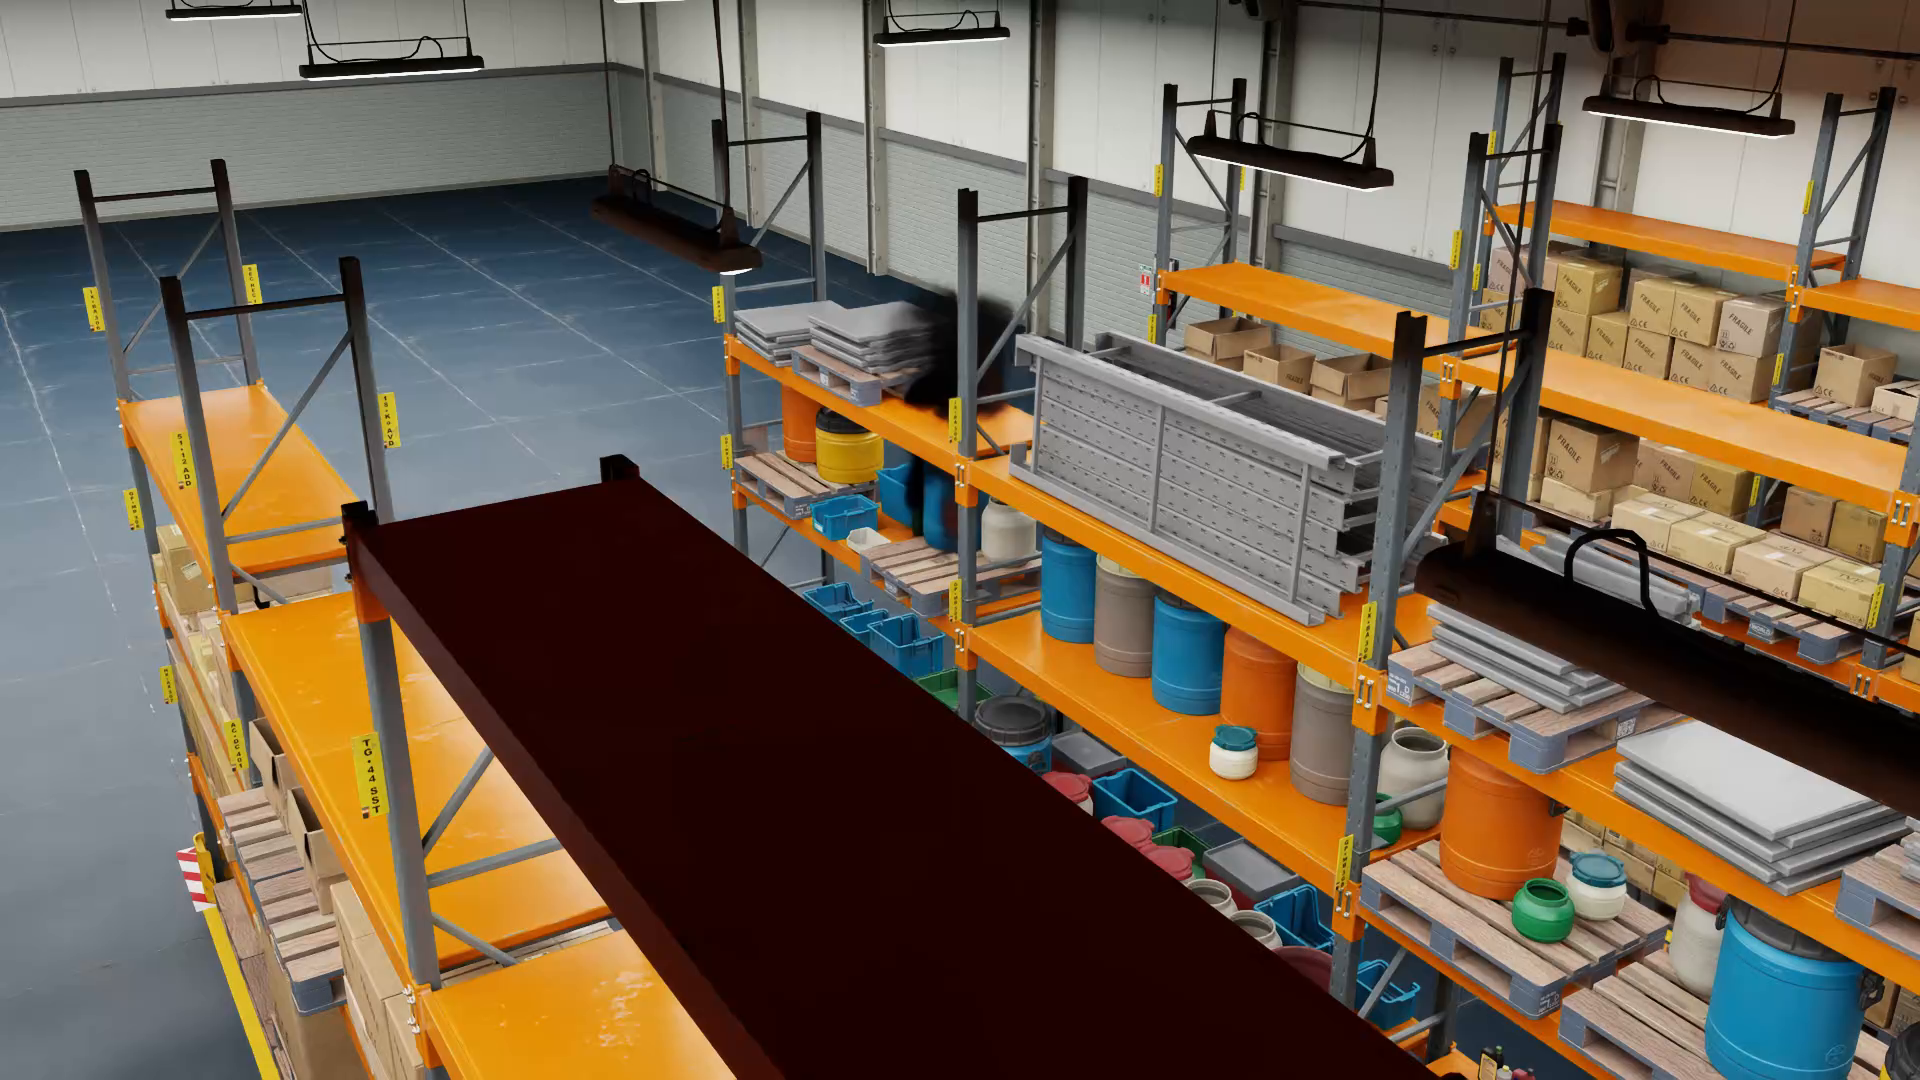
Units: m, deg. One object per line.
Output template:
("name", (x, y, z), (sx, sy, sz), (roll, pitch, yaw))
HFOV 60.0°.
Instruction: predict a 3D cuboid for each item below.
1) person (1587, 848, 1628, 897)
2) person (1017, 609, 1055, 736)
("person", (4.399, 2.933, 11.820), (0.584, 1.718, 0.695), (-19, 29, -39))
("person", (0.883, 1.447, 15.700), (0.729, 1.572, 0.892), (-13, 25, -29))
